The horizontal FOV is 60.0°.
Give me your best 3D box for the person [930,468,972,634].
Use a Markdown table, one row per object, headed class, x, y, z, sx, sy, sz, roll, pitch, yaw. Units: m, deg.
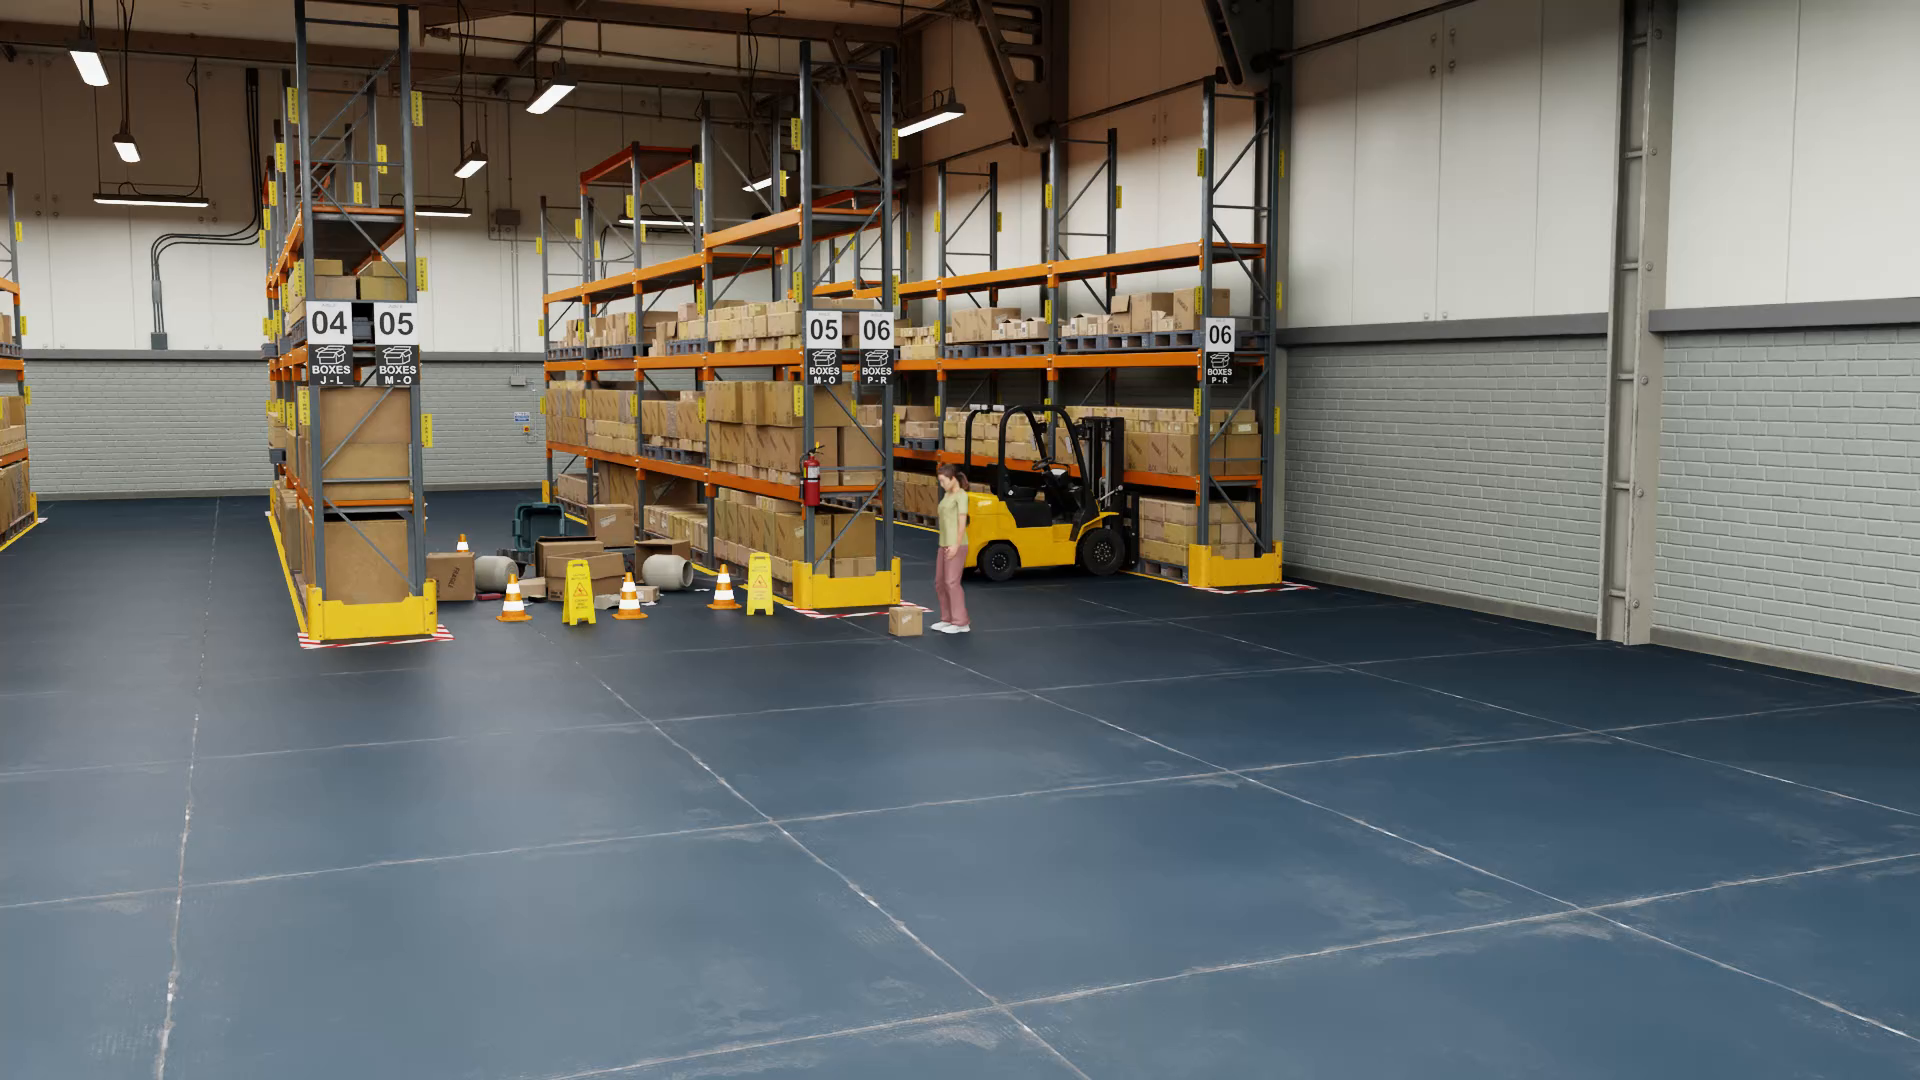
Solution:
| class | x | y | z | sx | sy | sz | roll | pitch | yaw |
| --- | --- | --- | --- | --- | --- | --- | --- | --- | --- |
| person | -0.087 | 0.101 | 16.274 | 0.406 | 1.616 | 0.474 | -2 | 6 | -22 |
